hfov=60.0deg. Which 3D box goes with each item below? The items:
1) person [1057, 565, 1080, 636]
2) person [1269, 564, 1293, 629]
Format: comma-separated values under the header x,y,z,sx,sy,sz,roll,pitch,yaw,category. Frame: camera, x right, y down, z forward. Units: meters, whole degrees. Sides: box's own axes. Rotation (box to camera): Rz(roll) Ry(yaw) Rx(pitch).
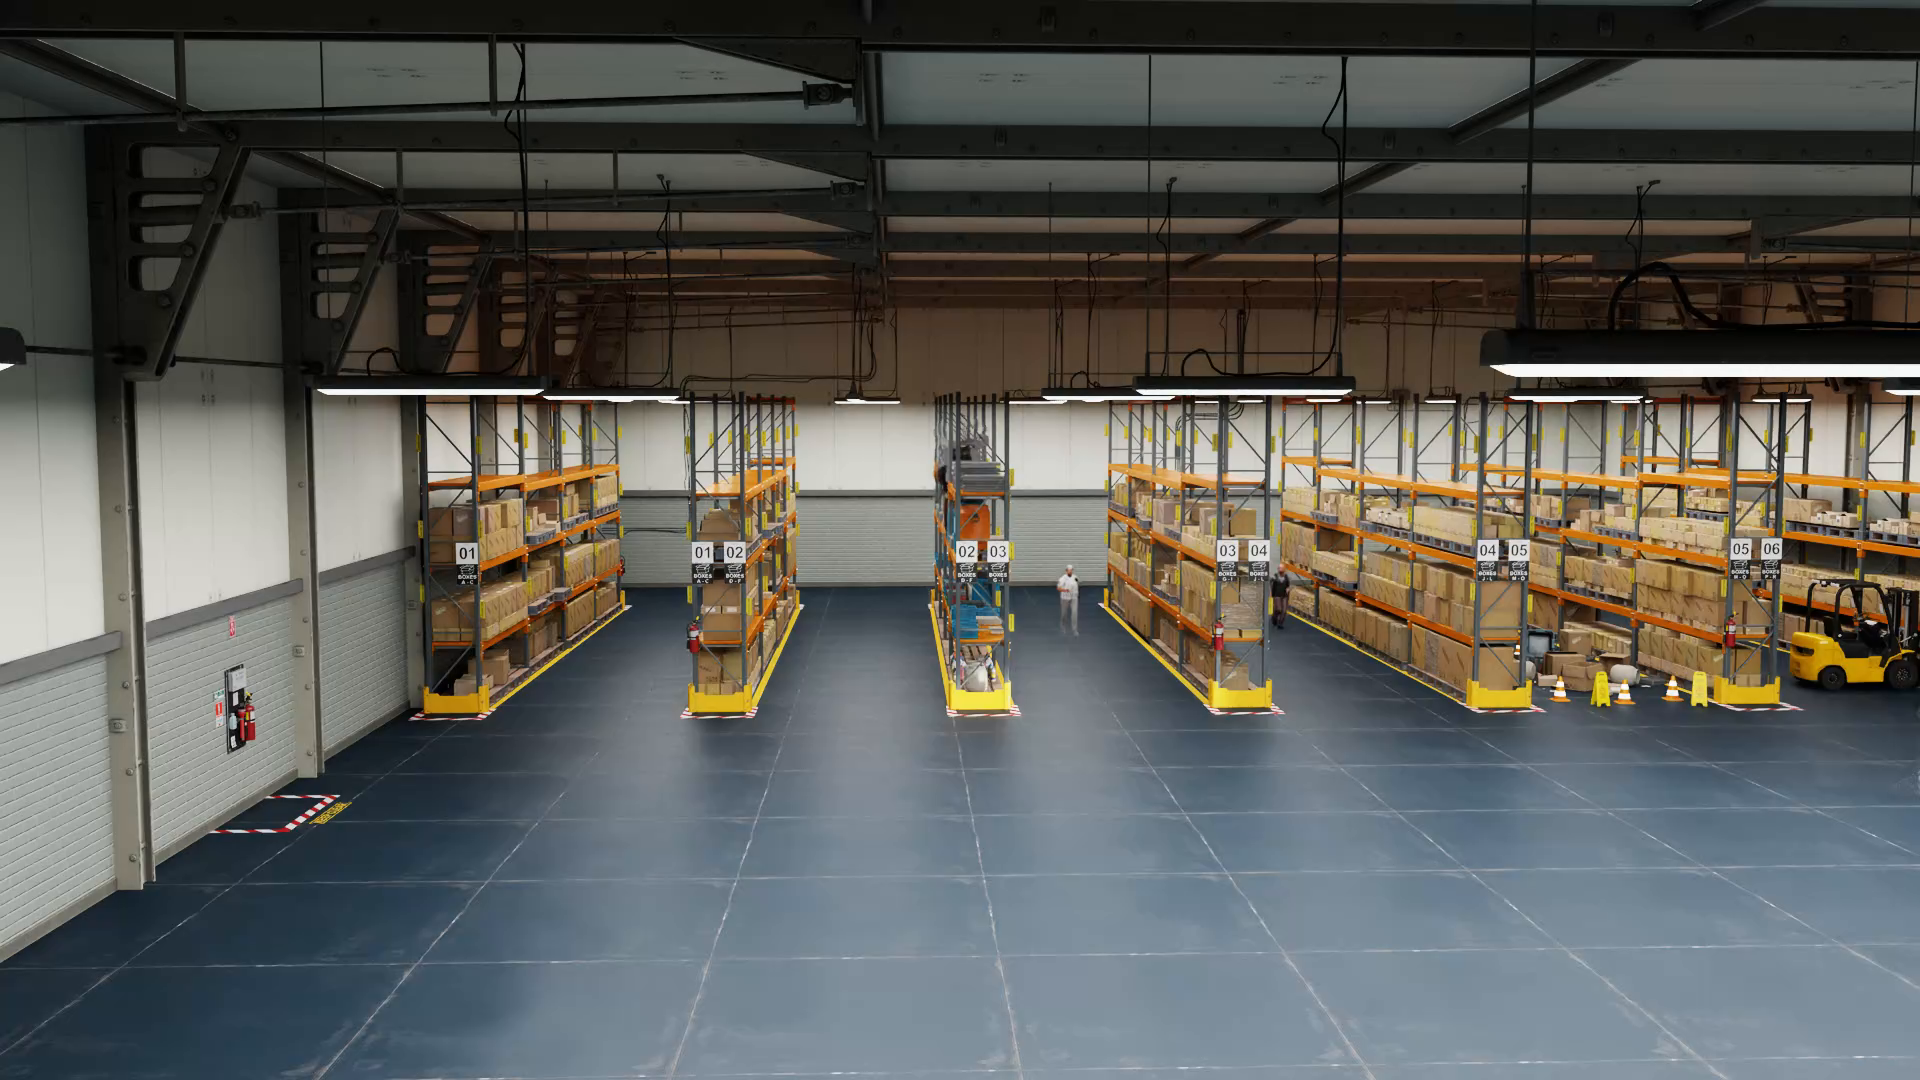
x,y,z,sx,sy,sz,roll,pitch,yaw,category
2.624,1.450,39.894,0.606,1.706,0.889,-1,5,-15,person
8.237,1.466,42.679,0.652,1.679,0.569,0,5,-4,person
